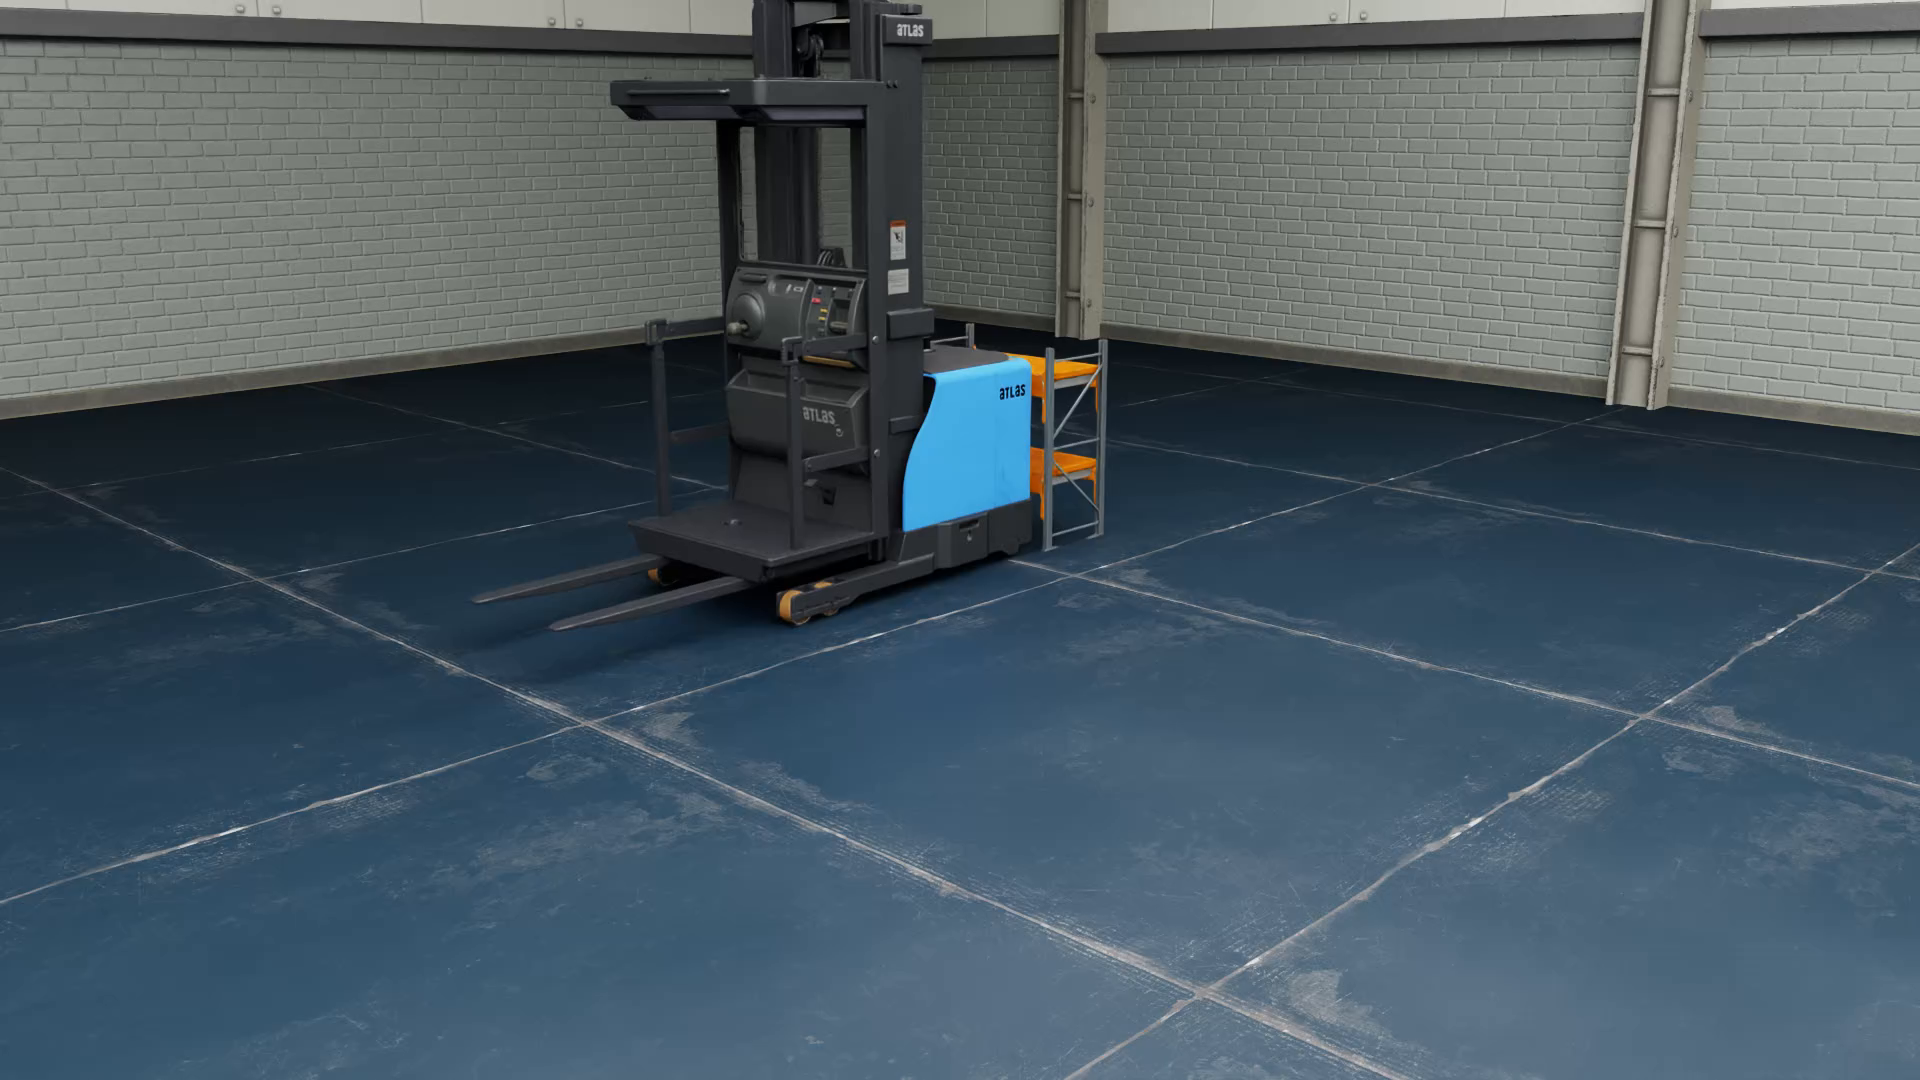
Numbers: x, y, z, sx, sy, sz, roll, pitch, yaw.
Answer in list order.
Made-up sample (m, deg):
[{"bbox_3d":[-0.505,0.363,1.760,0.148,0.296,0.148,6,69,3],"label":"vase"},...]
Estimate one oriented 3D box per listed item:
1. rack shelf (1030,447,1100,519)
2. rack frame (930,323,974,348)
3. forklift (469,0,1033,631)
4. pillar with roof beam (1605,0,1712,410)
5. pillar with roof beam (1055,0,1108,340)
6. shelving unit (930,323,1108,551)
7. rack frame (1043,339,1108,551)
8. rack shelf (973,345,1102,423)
[{"bbox_3d":[0.271,-0.381,9.634,1.000,0.278,0.538,13,20,42],"label":"rack shelf"},{"bbox_3d":[-0.098,-0.706,9.910,0.032,1.125,0.500,13,20,42],"label":"rack frame"},{"bbox_3d":[-0.959,-1.159,8.068,1.130,2.935,3.031,13,19,40],"label":"forklift"},{"bbox_3d":[2.591,-4.689,9.581,0.400,9.000,9.100,14,20,42],"label":"pillar with roof beam"},{"bbox_3d":[-1.728,-5.739,13.611,0.400,9.000,9.100,14,20,42],"label":"pillar with roof beam"},{"bbox_3d":[0.271,-0.618,9.572,1.048,1.125,0.538,13,20,42],"label":"shelving unit"},{"bbox_3d":[0.640,-0.530,9.234,0.032,1.125,0.500,13,20,42],"label":"rack frame"},{"bbox_3d":[0.271,-0.901,9.498,1.000,0.278,0.538,13,20,42],"label":"rack shelf"}]
